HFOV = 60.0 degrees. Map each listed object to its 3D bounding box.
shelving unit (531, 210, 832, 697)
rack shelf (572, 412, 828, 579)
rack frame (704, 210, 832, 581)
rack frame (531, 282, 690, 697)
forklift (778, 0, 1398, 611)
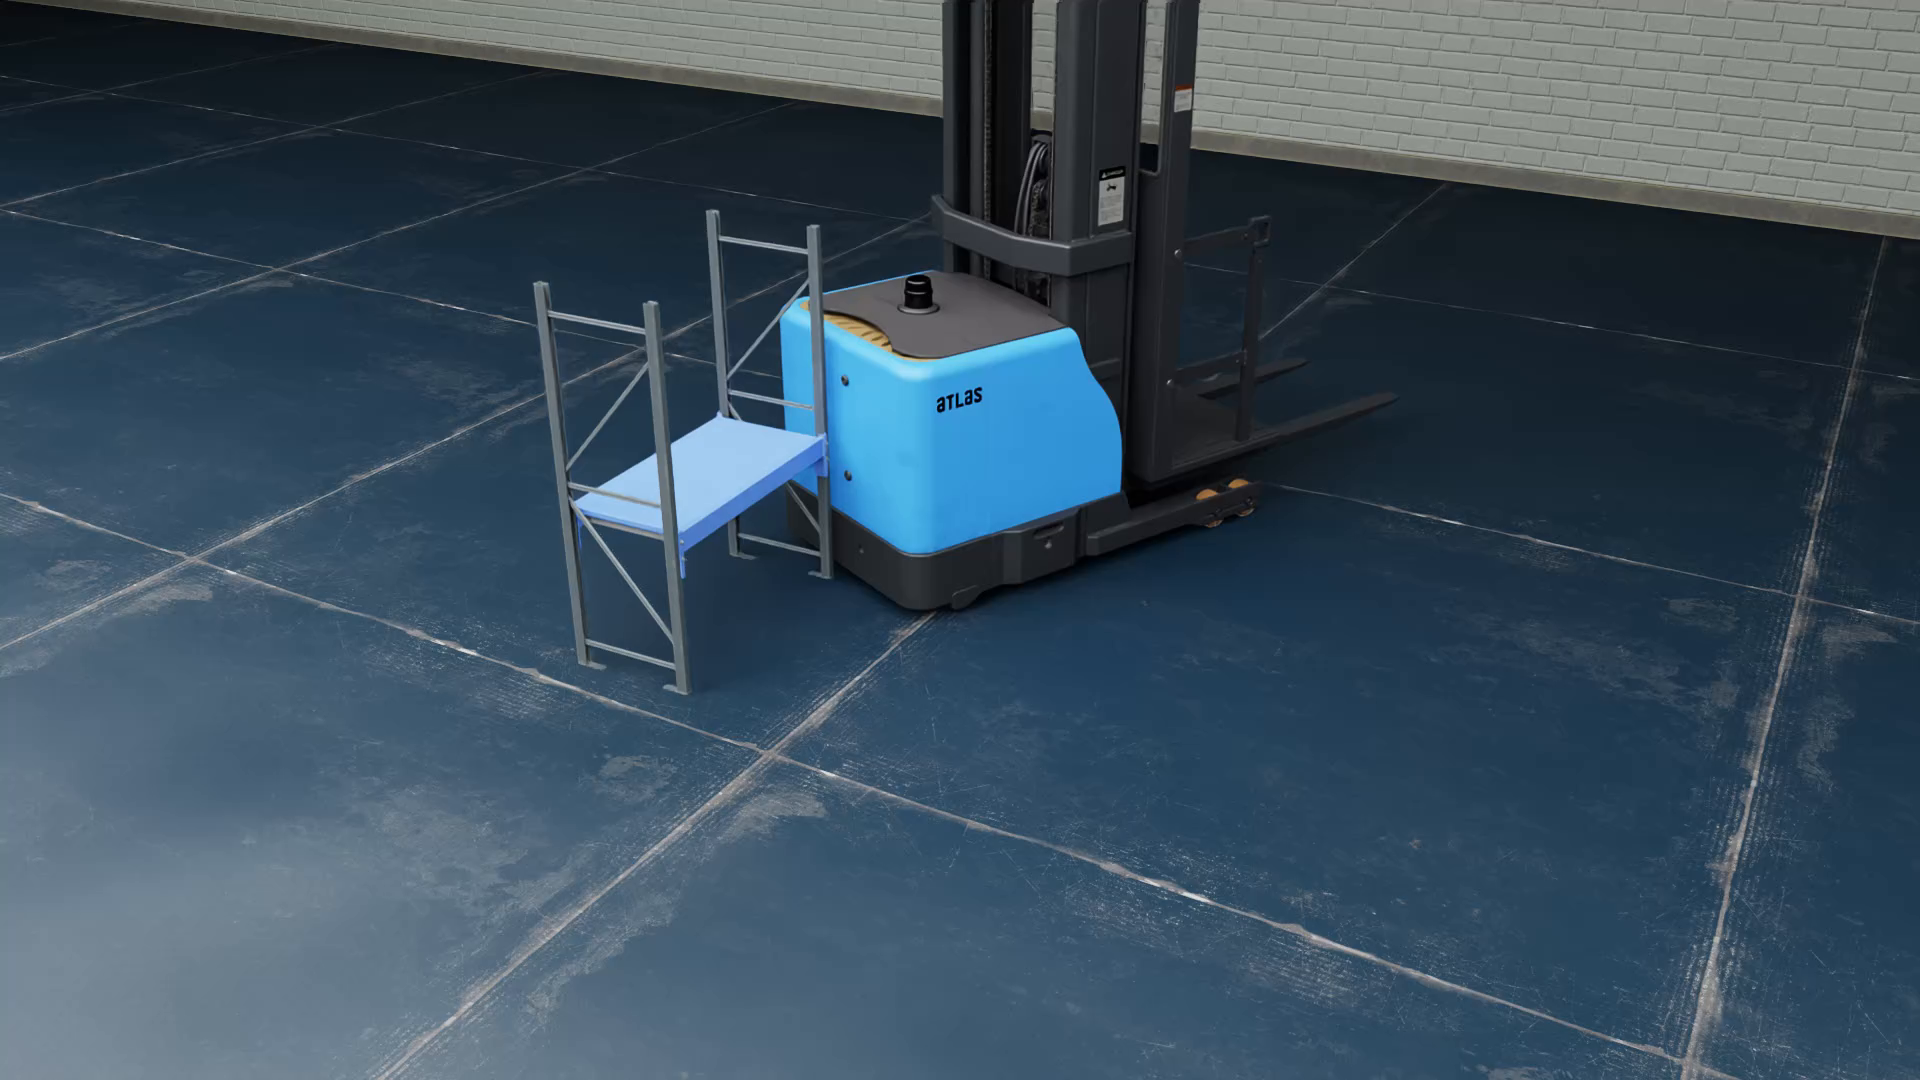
[{"bbox_3d":[-0.993,-0.353,6.281,0.538,1.500,1.048,13,29,24],"label":"shelving unit"},{"bbox_3d":[-0.993,-0.193,6.361,0.538,0.185,1.000,13,29,24],"label":"rack shelf"},{"bbox_3d":[-0.762,-0.556,6.686,0.500,1.500,0.032,13,29,24],"label":"rack frame"},{"bbox_3d":[-1.224,-0.151,5.876,0.500,1.500,0.032,13,29,24],"label":"rack frame"},{"bbox_3d":[0.732,-1.537,7.045,3.031,2.935,1.130,-18,32,-32],"label":"forklift"}]
